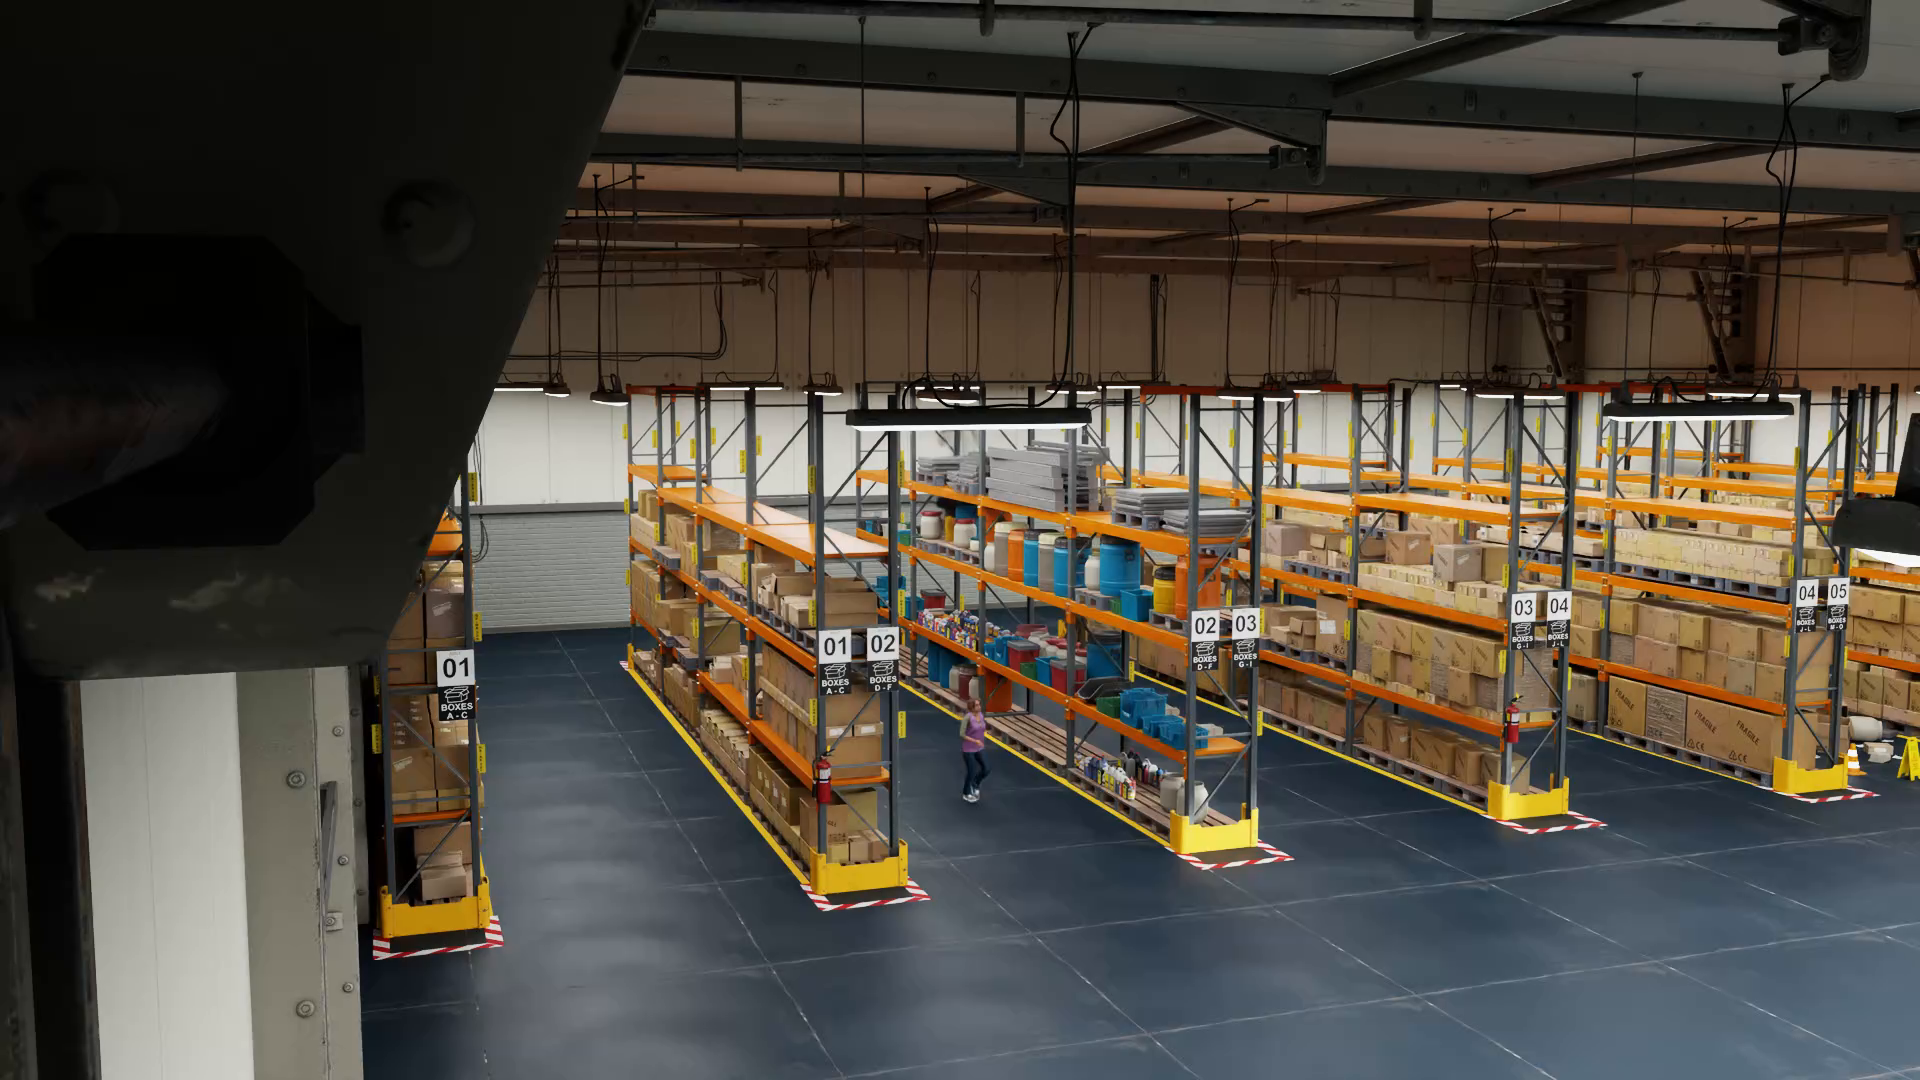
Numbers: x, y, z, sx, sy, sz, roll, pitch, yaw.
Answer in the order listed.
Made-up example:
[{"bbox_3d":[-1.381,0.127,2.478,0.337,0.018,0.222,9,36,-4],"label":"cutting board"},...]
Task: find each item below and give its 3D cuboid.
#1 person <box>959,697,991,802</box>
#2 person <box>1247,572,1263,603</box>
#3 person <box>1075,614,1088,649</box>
[{"bbox_3d":[0.217,3.055,24.140,0.533,1.561,0.576,-5,8,-38],"label":"person"},{"bbox_3d":[6.563,1.600,37.666,0.710,1.726,0.646,-2,6,-20],"label":"person"},{"bbox_3d":[2.408,1.618,34.380,0.695,1.790,0.912,-3,7,-27],"label":"person"}]
